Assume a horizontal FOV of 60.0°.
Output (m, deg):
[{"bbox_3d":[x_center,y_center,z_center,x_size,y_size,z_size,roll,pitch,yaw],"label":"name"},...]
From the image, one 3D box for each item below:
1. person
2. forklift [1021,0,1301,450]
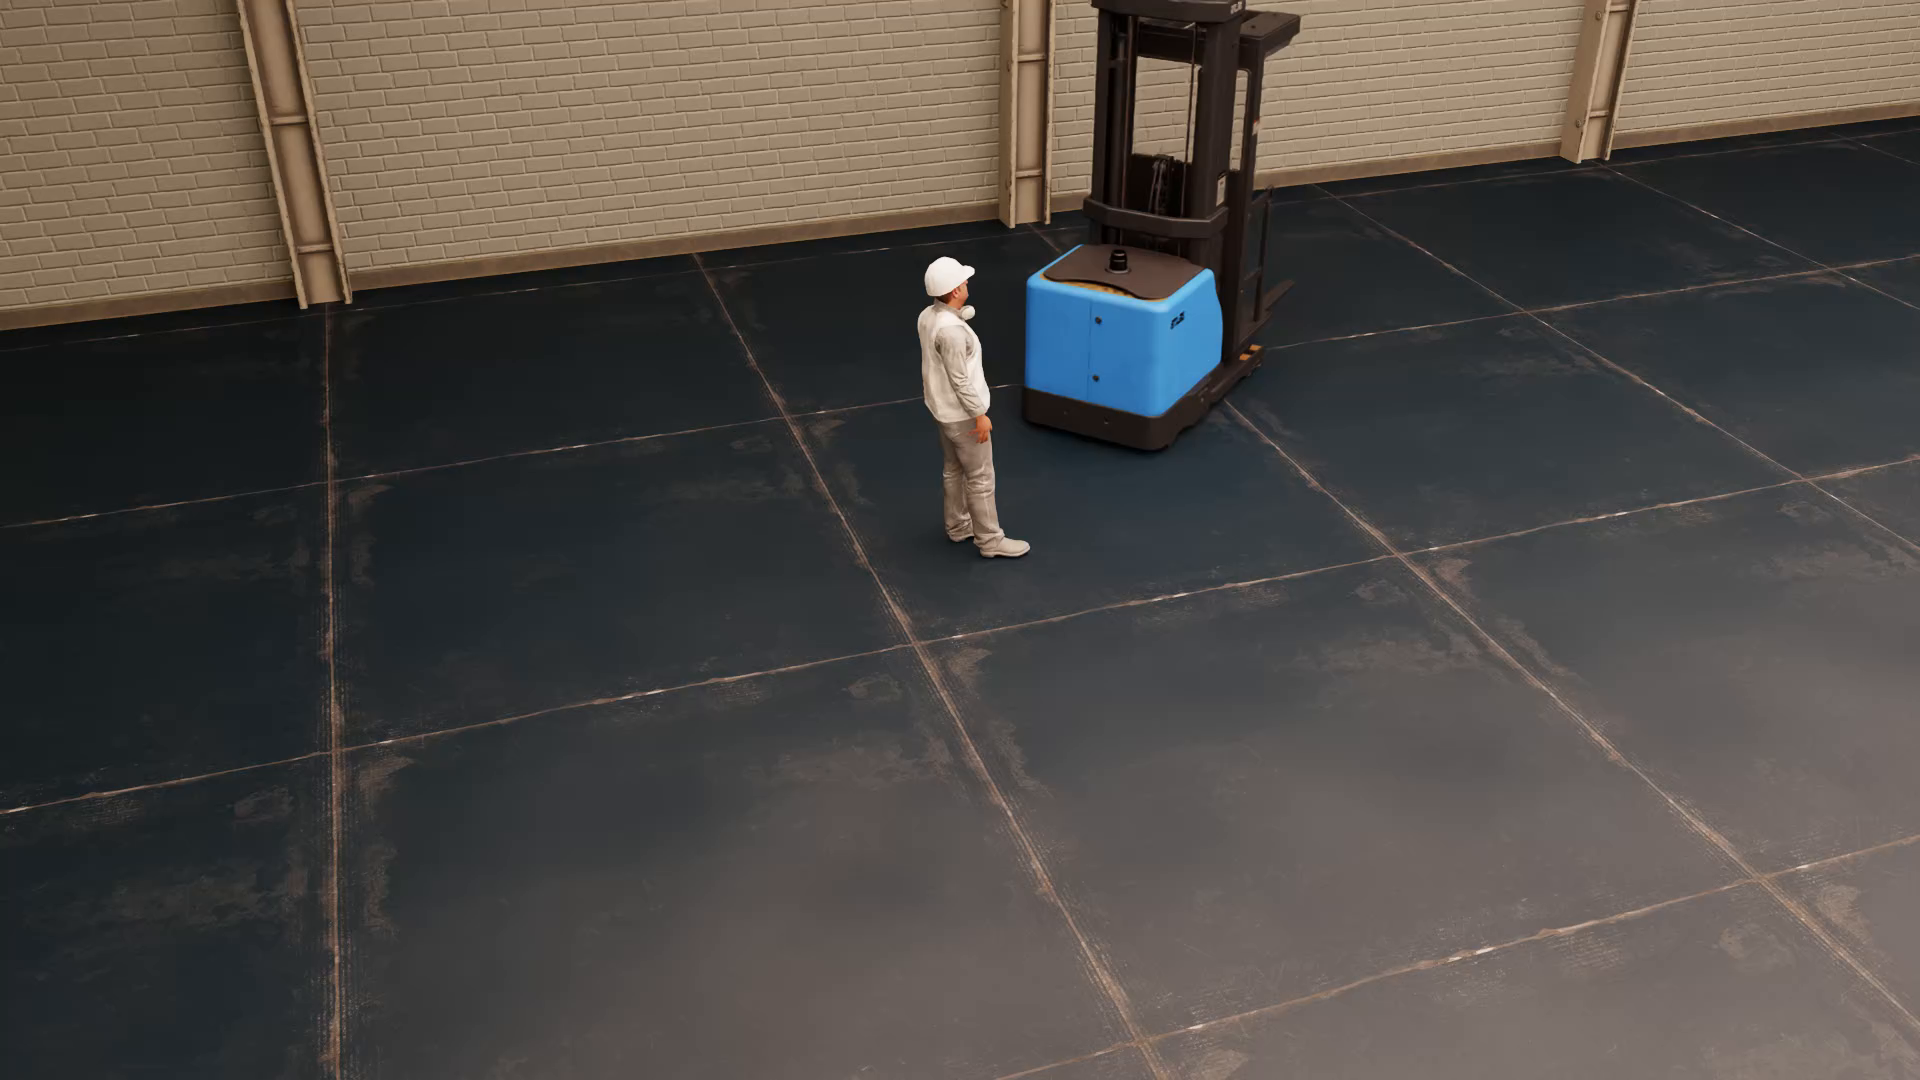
[{"bbox_3d":[0.062,-0.781,9.591,0.566,1.775,0.633,-10,31,-16],"label":"person"},{"bbox_3d":[1.596,-2.560,11.537,1.130,2.935,3.031,16,34,26],"label":"forklift"}]
